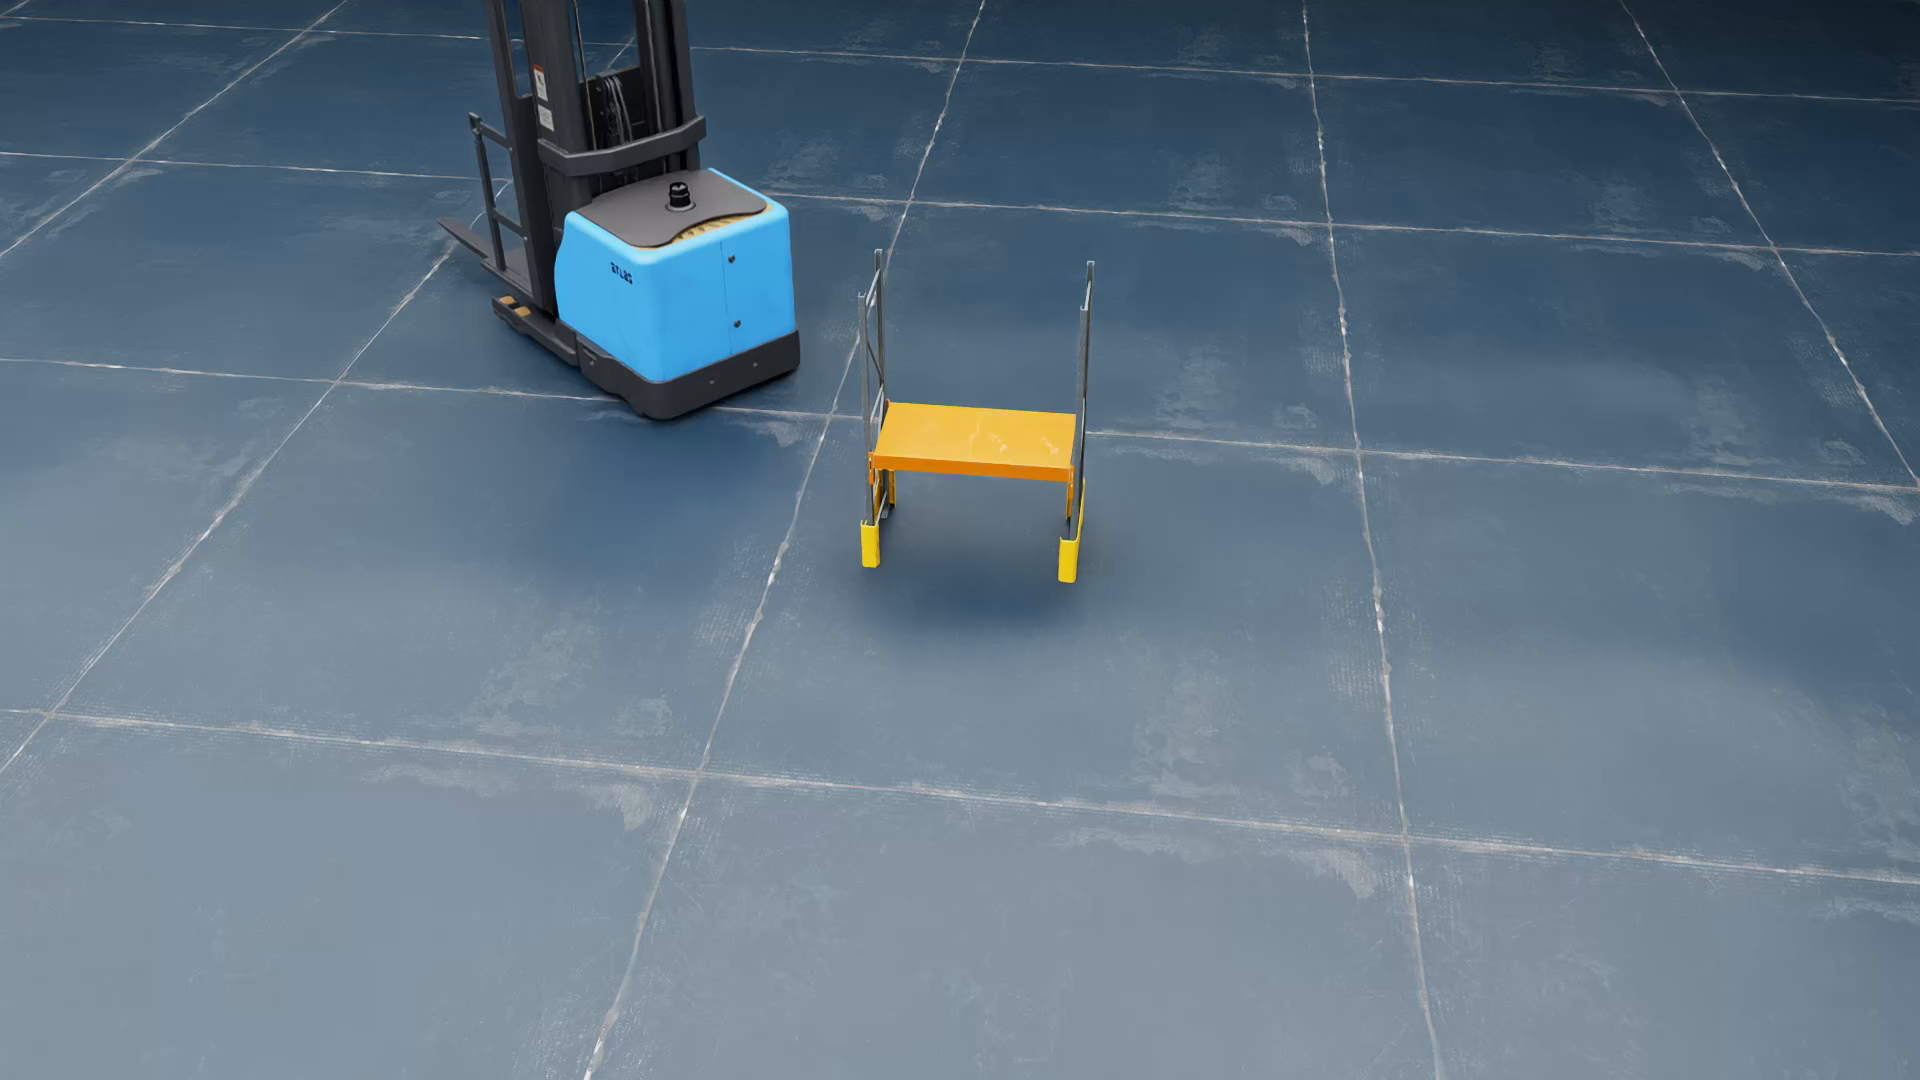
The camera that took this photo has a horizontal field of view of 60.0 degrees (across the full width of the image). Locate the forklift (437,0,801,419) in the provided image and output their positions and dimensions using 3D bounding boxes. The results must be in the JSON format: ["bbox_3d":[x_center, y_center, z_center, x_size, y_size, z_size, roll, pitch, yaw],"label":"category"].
[{"bbox_3d":[-2.304,-2.657,9.806,1.130,2.935,3.031,-27,43,-32],"label":"forklift"}]

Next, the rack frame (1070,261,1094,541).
[{"bbox_3d":[0.589,-0.567,8.110,0.032,1.500,0.500,4,36,6],"label":"rack frame"}]

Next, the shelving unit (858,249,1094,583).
[{"bbox_3d":[0.076,-0.605,8.163,1.083,1.500,0.587,4,36,6],"label":"shelving unit"}]

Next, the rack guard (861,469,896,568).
[{"bbox_3d":[-0.418,-0.133,8.578,0.087,0.250,0.587,4,36,6],"label":"rack guard"}]

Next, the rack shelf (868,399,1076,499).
[{"bbox_3d":[0.085,-0.458,8.267,1.000,0.185,0.538,4,36,6],"label":"rack shelf"}]

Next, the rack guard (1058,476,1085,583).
[{"bbox_3d":[0.570,-0.059,8.475,0.087,0.250,0.587,4,36,6],"label":"rack guard"}]

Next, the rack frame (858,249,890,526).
[{"bbox_3d":[-0.420,-0.642,8.215,0.032,1.500,0.500,4,36,6],"label":"rack frame"}]
